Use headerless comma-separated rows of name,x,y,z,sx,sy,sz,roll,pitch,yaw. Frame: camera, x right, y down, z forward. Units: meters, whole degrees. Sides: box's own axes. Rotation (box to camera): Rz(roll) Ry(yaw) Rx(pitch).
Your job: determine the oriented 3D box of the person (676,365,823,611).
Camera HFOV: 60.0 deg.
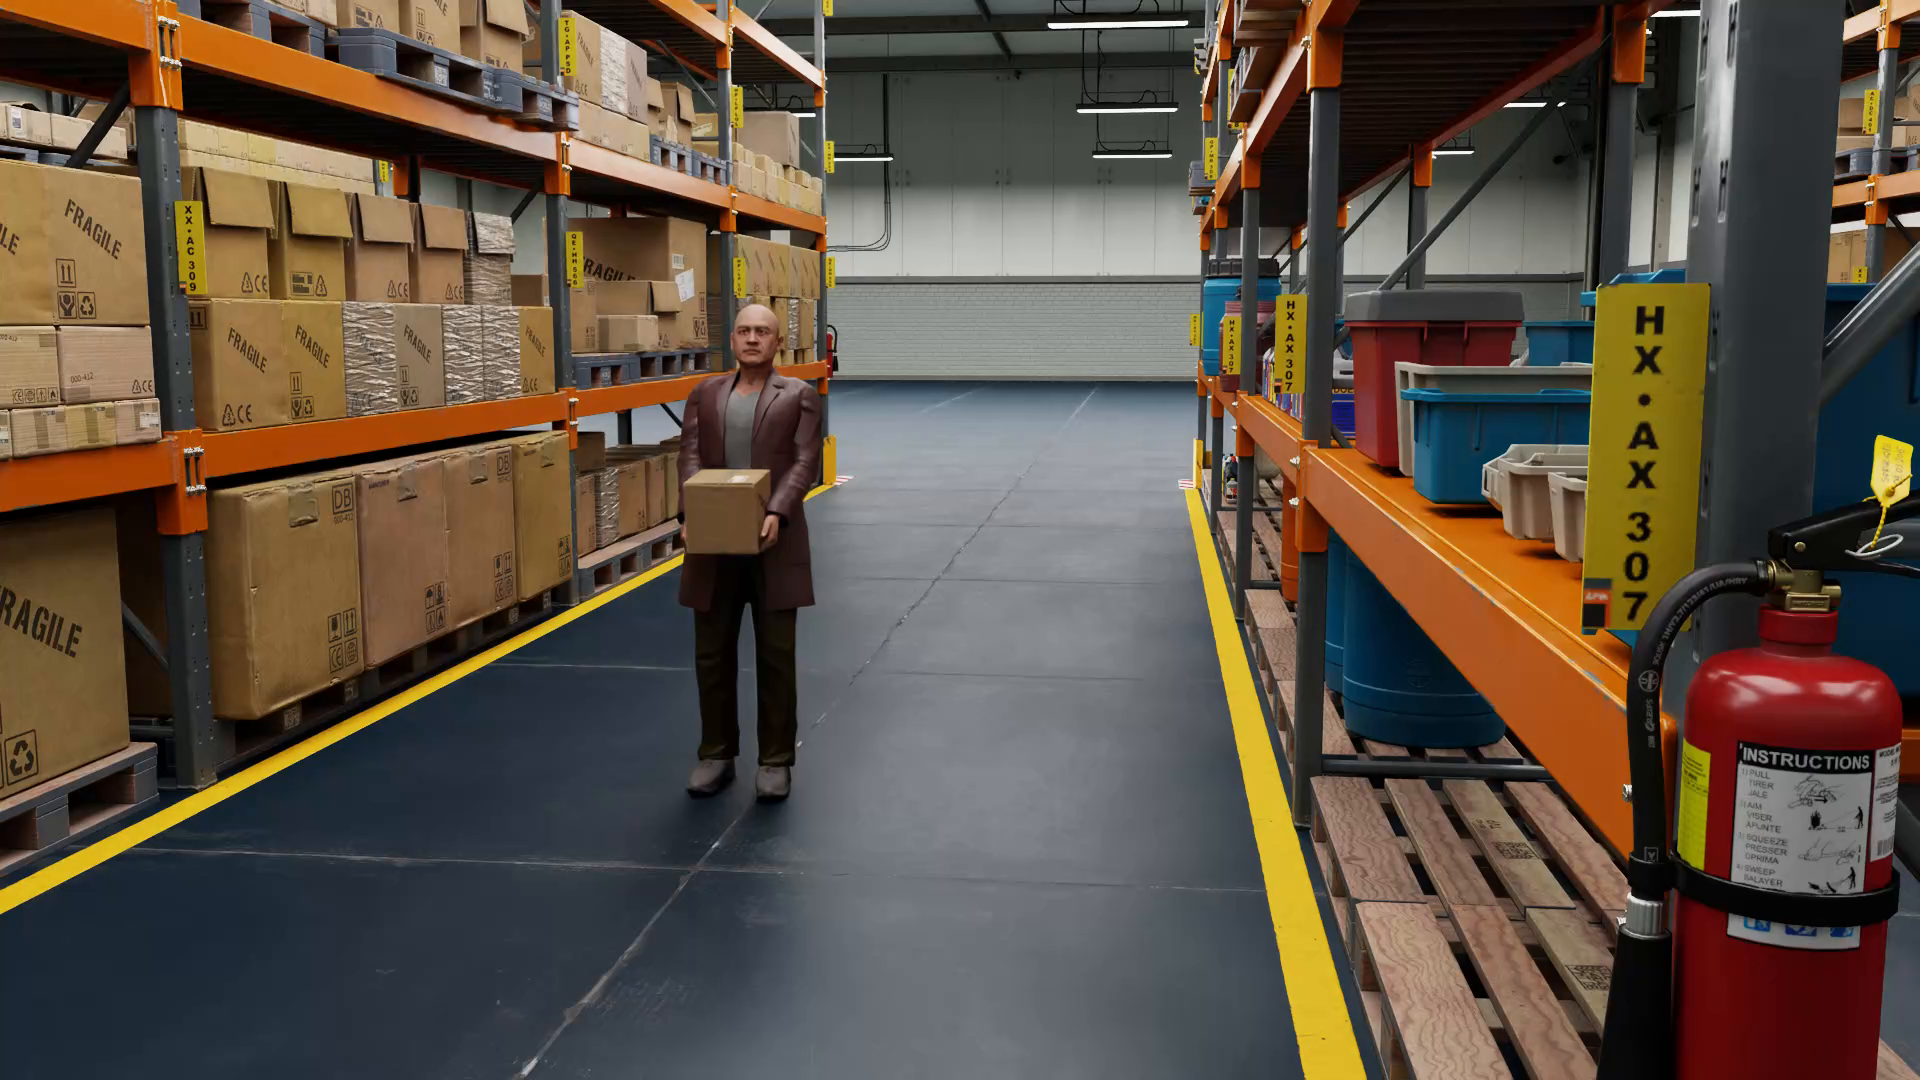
person,-0.777,-0.188,6.034,0.533,0.905,0.466,1,7,6
